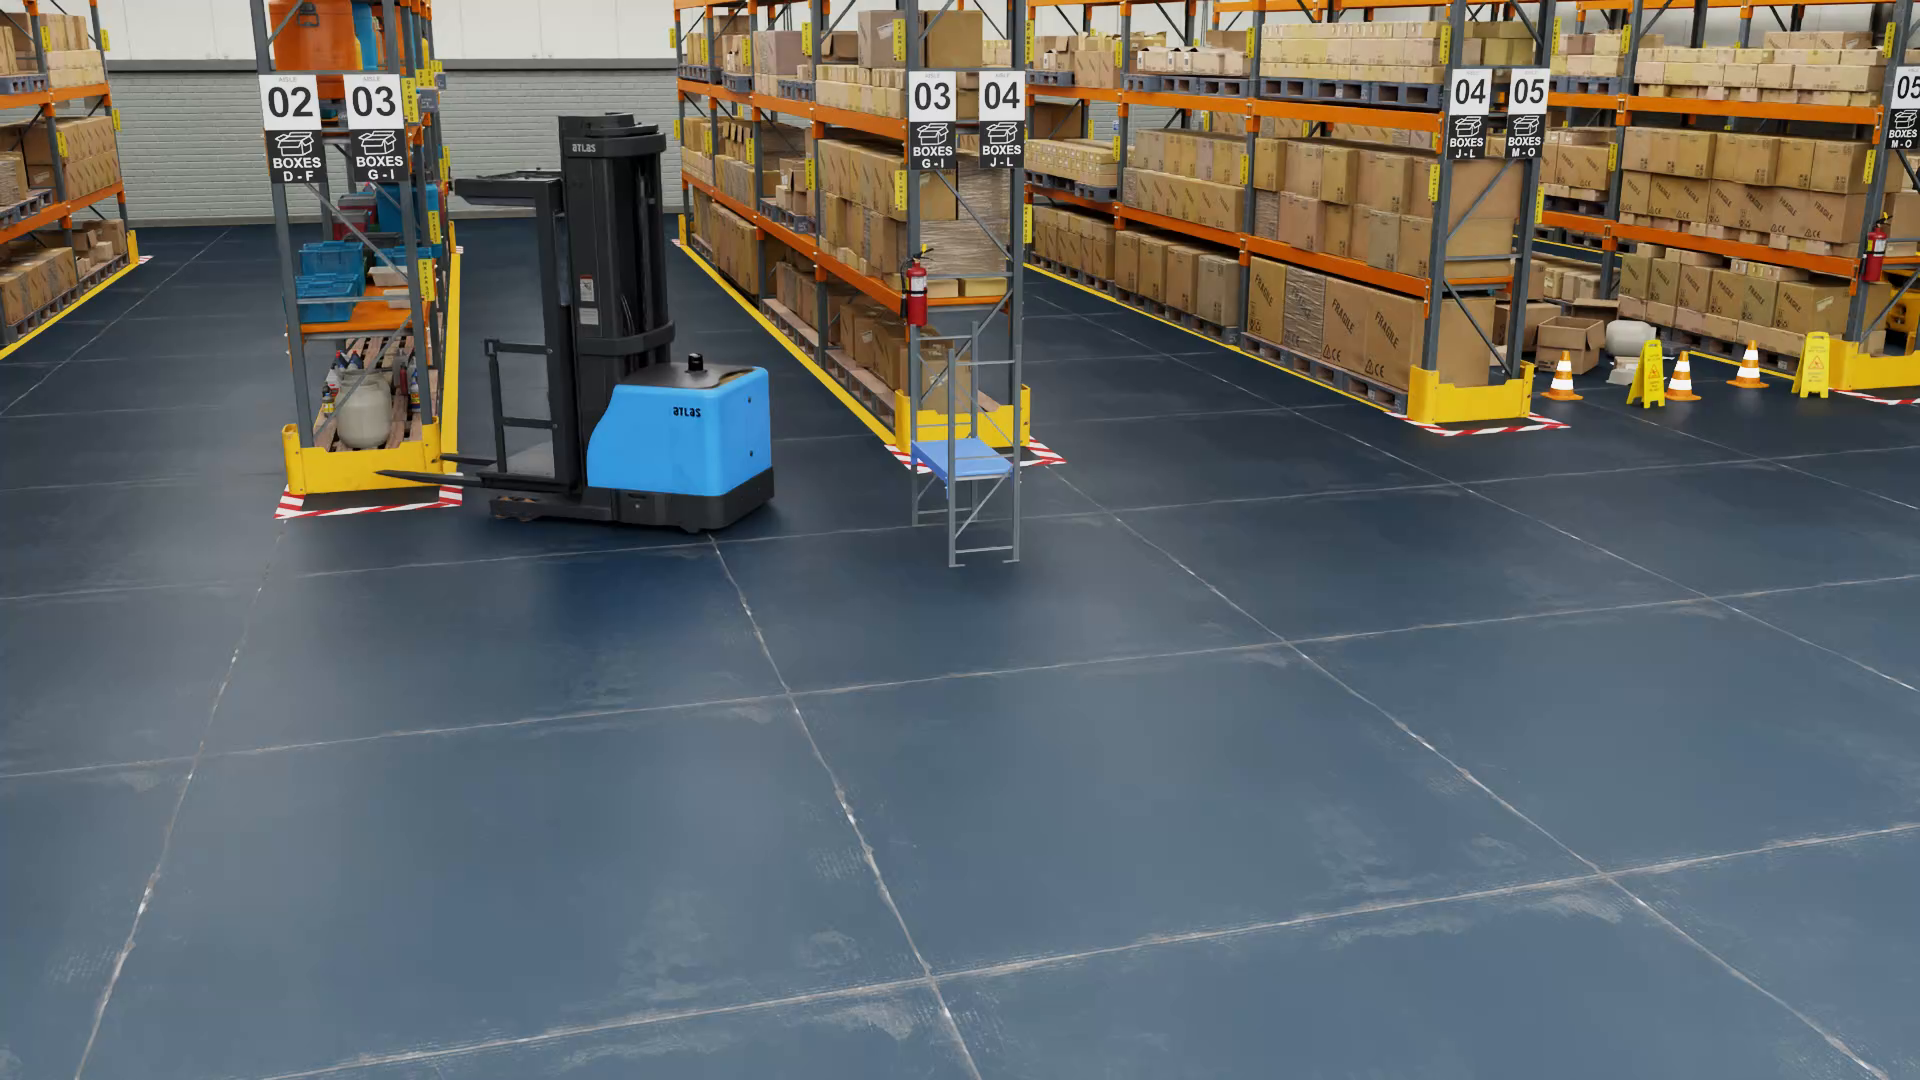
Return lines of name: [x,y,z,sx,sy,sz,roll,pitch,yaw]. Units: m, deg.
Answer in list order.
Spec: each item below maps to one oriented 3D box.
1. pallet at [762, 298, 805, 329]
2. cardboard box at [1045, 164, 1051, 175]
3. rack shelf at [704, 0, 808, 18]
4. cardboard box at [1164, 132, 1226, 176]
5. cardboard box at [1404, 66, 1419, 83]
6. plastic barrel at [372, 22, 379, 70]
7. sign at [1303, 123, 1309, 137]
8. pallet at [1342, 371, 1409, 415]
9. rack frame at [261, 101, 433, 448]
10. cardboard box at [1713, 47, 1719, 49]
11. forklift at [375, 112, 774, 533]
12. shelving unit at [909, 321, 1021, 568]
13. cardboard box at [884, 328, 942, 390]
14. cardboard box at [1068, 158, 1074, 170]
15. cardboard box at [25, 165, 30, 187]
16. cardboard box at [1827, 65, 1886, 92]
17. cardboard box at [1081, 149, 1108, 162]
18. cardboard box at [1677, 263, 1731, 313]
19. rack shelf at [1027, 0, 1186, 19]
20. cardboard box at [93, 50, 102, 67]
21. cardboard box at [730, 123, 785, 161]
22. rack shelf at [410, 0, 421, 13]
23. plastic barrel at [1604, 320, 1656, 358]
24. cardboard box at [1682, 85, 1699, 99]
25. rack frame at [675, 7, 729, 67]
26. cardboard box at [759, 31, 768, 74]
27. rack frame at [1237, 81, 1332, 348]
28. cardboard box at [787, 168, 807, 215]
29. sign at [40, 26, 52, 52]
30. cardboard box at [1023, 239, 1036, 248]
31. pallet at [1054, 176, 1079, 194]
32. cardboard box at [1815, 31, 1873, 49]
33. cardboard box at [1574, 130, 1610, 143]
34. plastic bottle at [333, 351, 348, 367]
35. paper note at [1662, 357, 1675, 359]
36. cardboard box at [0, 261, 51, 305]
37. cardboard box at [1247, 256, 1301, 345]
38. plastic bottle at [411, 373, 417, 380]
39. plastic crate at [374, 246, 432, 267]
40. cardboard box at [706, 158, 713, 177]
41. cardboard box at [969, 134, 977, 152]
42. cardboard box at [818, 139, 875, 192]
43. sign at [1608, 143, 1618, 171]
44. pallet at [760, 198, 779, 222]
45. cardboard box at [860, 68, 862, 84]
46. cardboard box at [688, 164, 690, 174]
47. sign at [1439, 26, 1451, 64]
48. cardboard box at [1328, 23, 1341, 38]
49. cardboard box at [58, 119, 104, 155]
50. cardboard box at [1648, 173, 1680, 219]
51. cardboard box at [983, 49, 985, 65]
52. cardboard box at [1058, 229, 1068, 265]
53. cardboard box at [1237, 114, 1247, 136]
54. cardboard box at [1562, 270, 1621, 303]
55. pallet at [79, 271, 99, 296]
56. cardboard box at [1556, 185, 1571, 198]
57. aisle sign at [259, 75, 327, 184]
pallet: [-1.940,-2.918,21.298,1.003,0.211,1.213,-5,17,-15]
cardboard box: [1.495,-5.590,25.054,0.380,0.149,0.250,-5,18,-18]
rack shelf: [-2.703,-7.360,22.757,1.077,0.370,4.000,-5,17,-15]
cardboard box: [3.041,-4.954,21.318,0.700,0.500,0.500,-5,17,-16]
cardboard box: [4.357,-4.321,15.442,0.380,0.149,0.250,-5,17,-15]
plastic barrel: [-6.524,-5.133,17.742,0.600,0.901,0.708,-5,17,-15]
sign: [5.743,-6.768,27.625,0.100,0.325,0.005,-5,17,-15]
pallet: [4.547,-1.500,16.579,1.003,0.211,1.213,-5,17,-15]
rack frame: [-4.717,-1.865,12.946,1.000,3.000,0.127,-5,17,-15]
cardboard box: [11.797,-7.497,25.534,0.380,0.149,0.250,-5,18,-17]
forklift: [-3.008,-1.678,12.444,3.031,2.935,1.130,5,17,16]
shelving unit: [0.023,-0.695,11.658,0.538,1.500,1.048,-5,17,-15]
cardboard box: [-0.461,-1.772,16.252,0.500,0.500,0.500,-3,17,-10]
cardboard box: [1.786,-5.442,24.045,0.380,0.149,0.250,-5,17,-16]
cardboard box: [-13.162,-4.959,23.075,0.500,0.500,0.500,-4,17,-14]
cardboard box: [9.174,-4.667,16.806,0.500,0.250,0.500,-5,17,-16]
cardboard box: [1.929,-5.441,23.523,0.380,0.149,0.250,-4,17,-14]
cardboard box: [8.676,-2.915,19.187,0.500,0.500,0.500,-4,17,-12]
rack shelf: [2.094,-7.724,23.969,1.077,0.370,4.000,-5,17,-15]
cardboard box: [-13.491,-7.382,25.492,0.500,0.250,0.500,-5,17,-15]
cardboard box: [-2.891,-5.737,23.921,0.797,0.503,0.637,-5,17,-15]
rack shelf: [-6.366,-5.862,17.770,1.077,0.370,4.000,-5,17,-15]
plastic barrel: [7.551,-2.258,18.733,0.512,0.421,0.421,7,18,23]
cardboard box: [8.548,-5.148,19.099,0.380,0.149,0.250,-4,17,-14]
rack frame: [-4.352,-9.555,28.121,1.000,3.000,0.127,-5,17,-15]
cardboard box: [-2.135,-5.902,20.131,0.500,0.500,0.500,-5,17,-15]
rack frame: [3.743,-3.727,19.146,1.000,3.000,0.127,-5,17,-15]
cardboard box: [-1.619,-4.086,19.430,0.797,0.503,0.637,-3,17,-10]
sign: [-12.246,-6.711,22.283,0.100,0.325,0.005,-5,17,-15]
cardboard box: [1.109,-4.857,27.134,0.380,0.149,0.250,-4,17,-15]
pallet: [2.060,-5.286,24.669,1.003,0.211,1.213,-5,17,-15]
cardboard box: [12.391,-6.879,23.346,0.500,0.500,0.500,-4,17,-14]
cardboard box: [8.288,-5.299,21.830,0.380,0.149,0.250,-4,17,-12]
plastic bottle: [-5.993,-1.657,16.095,0.144,0.351,0.185,-4,17,-14]
paper note: [7.958,-2.057,18.746,0.142,0.019,0.148,-12,20,-34]
cardboard box: [-11.960,-3.277,21.227,0.500,0.500,0.500,-5,18,-17]
cardboard box: [3.849,-2.731,18.794,0.875,0.875,0.875,-4,17,-14]
plastic bottle: [-5.037,-1.418,15.435,0.097,0.271,0.097,0,17,0]
plastic crate: [-5.251,-2.615,15.704,0.499,0.251,0.616,-5,17,-15]
cardboard box: [-3.626,-5.748,25.617,0.500,0.250,0.500,-5,17,-16]
cardboard box: [0.474,-6.945,29.167,0.500,0.500,0.500,-5,17,-15]
cardboard box: [-1.175,-3.888,17.251,0.500,0.500,0.500,-5,17,-15]
sign: [7.942,-4.656,20.226,0.100,0.325,0.005,-5,17,-15]
pallet: [-1.855,-4.189,21.016,1.213,0.211,1.003,-5,17,-15]
cardboard box: [-0.712,-4.304,15.421,0.380,0.149,0.250,-6,18,-18]
cardboard box: [-4.356,-6.224,27.895,0.380,0.149,0.250,-5,17,-16]
sign: [4.317,-4.404,14.785,0.100,0.325,0.005,-5,17,-15]
cardboard box: [3.934,-5.126,16.735,0.380,0.149,0.250,-5,17,-16]
cardboard box: [-13.204,-6.043,24.943,0.500,0.500,0.500,-4,17,-14]
cardboard box: [8.488,-4.056,19.550,0.500,0.500,0.500,-5,17,-15]
cardboard box: [0.588,-8.224,28.293,0.500,0.250,0.500,-4,17,-15]
cardboard box: [1.796,-4.429,25.096,0.500,0.500,0.500,-4,17,-14]
cardboard box: [5.333,-7.553,29.971,0.500,0.500,0.500,-5,17,-16]
cardboard box: [8.328,-3.234,21.342,0.950,0.372,0.625,-4,17,-15]
pallet: [-12.966,-3.648,23.730,1.003,0.211,1.213,-5,17,-15]
cardboard box: [7.907,-4.491,21.394,0.380,0.149,0.250,-5,17,-16]
aisle sign: [-4.983,-3.067,12.428,0.394,0.787,0.004,-5,17,-15]
